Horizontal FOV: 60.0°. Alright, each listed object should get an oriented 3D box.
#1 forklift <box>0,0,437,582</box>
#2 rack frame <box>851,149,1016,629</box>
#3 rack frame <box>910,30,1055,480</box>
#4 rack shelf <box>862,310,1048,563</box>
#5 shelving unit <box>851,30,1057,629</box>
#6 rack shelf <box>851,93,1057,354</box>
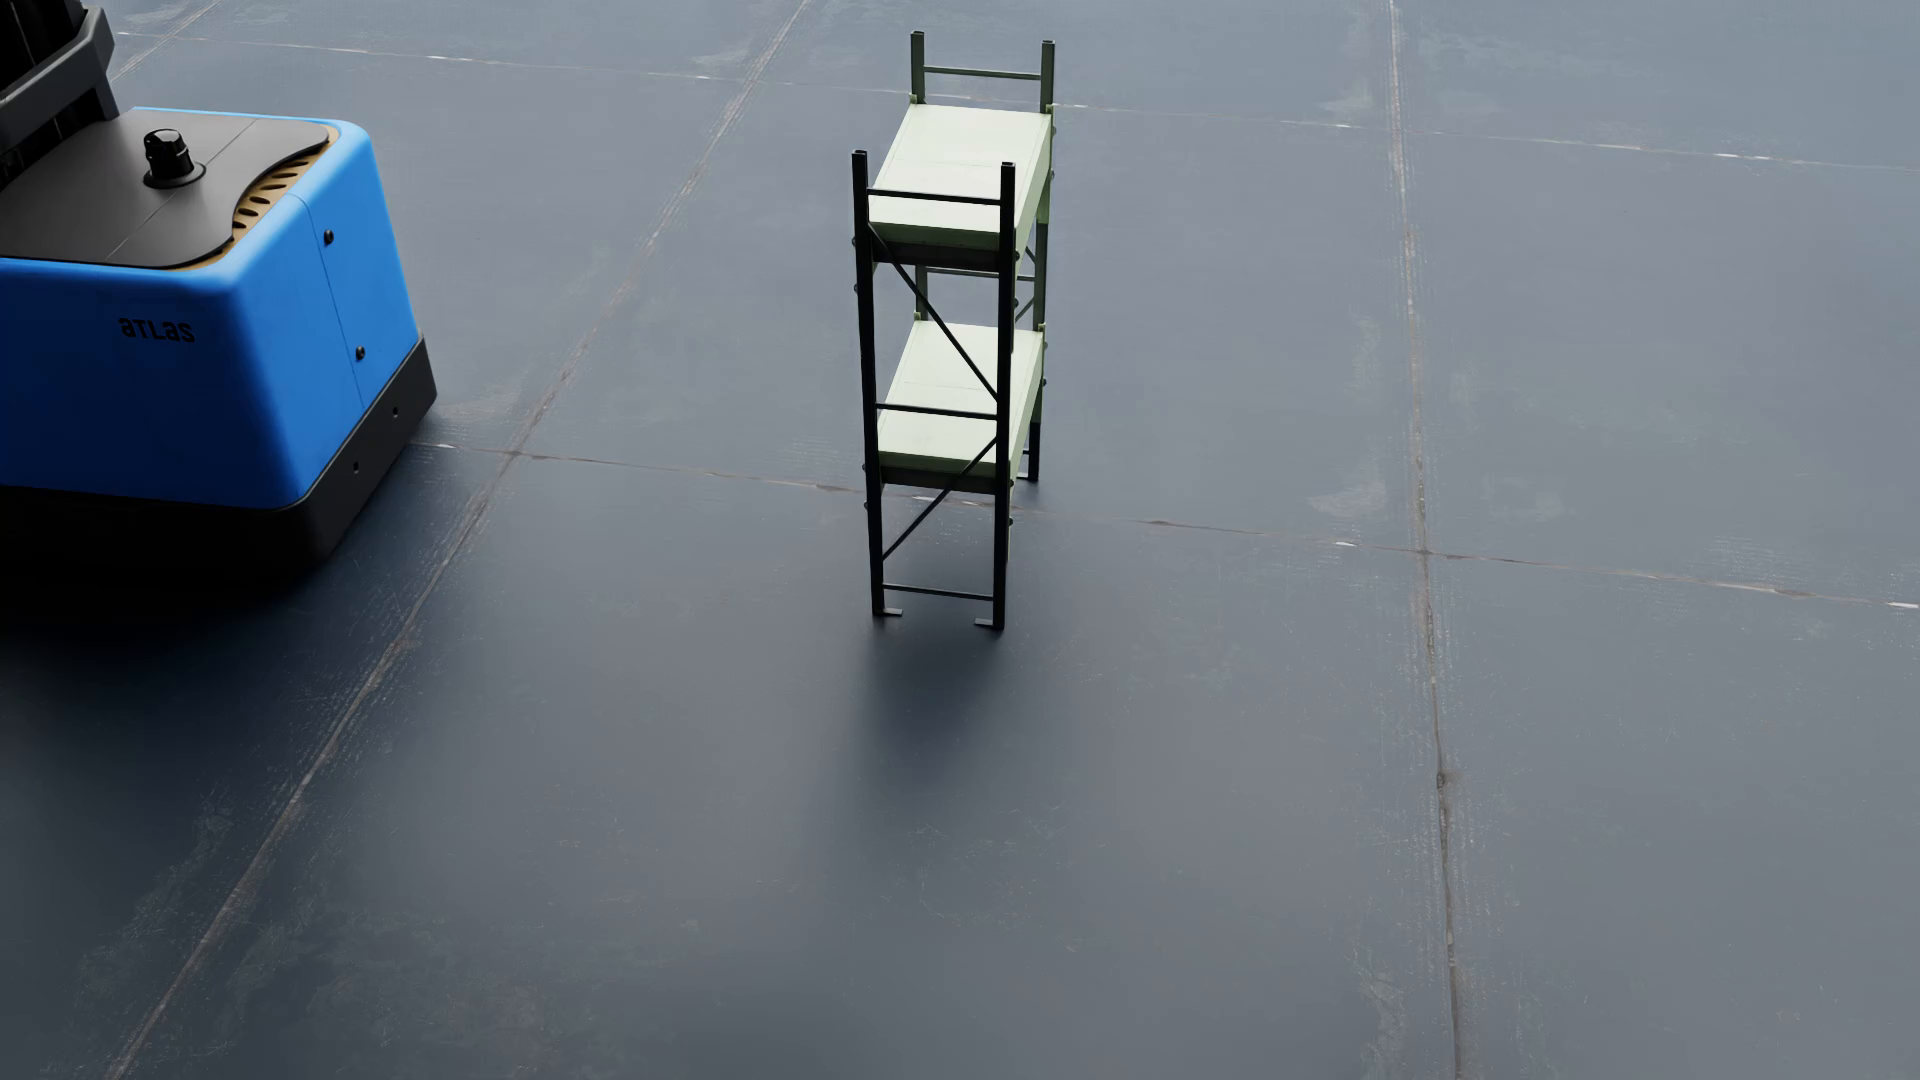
[{"bbox_3d":[-3.364,-1.431,4.680,3.031,2.935,1.130,5,40,6],"label":"forklift"},{"bbox_3d":[-0.064,-0.344,4.489,0.400,1.500,0.023,6,40,8],"label":"rack frame"},{"bbox_3d":[0.062,-0.804,5.045,0.400,1.500,0.023,6,40,8],"label":"rack frame"},{"bbox_3d":[-0.001,-0.323,4.975,0.431,0.370,0.720,6,40,8],"label":"rack shelf"},{"bbox_3d":[-0.001,-0.574,4.767,0.431,1.500,0.755,6,40,8],"label":"shelving unit"},{"bbox_3d":[-0.001,-0.875,4.518,0.431,0.370,0.720,6,40,8],"label":"rack shelf"}]
